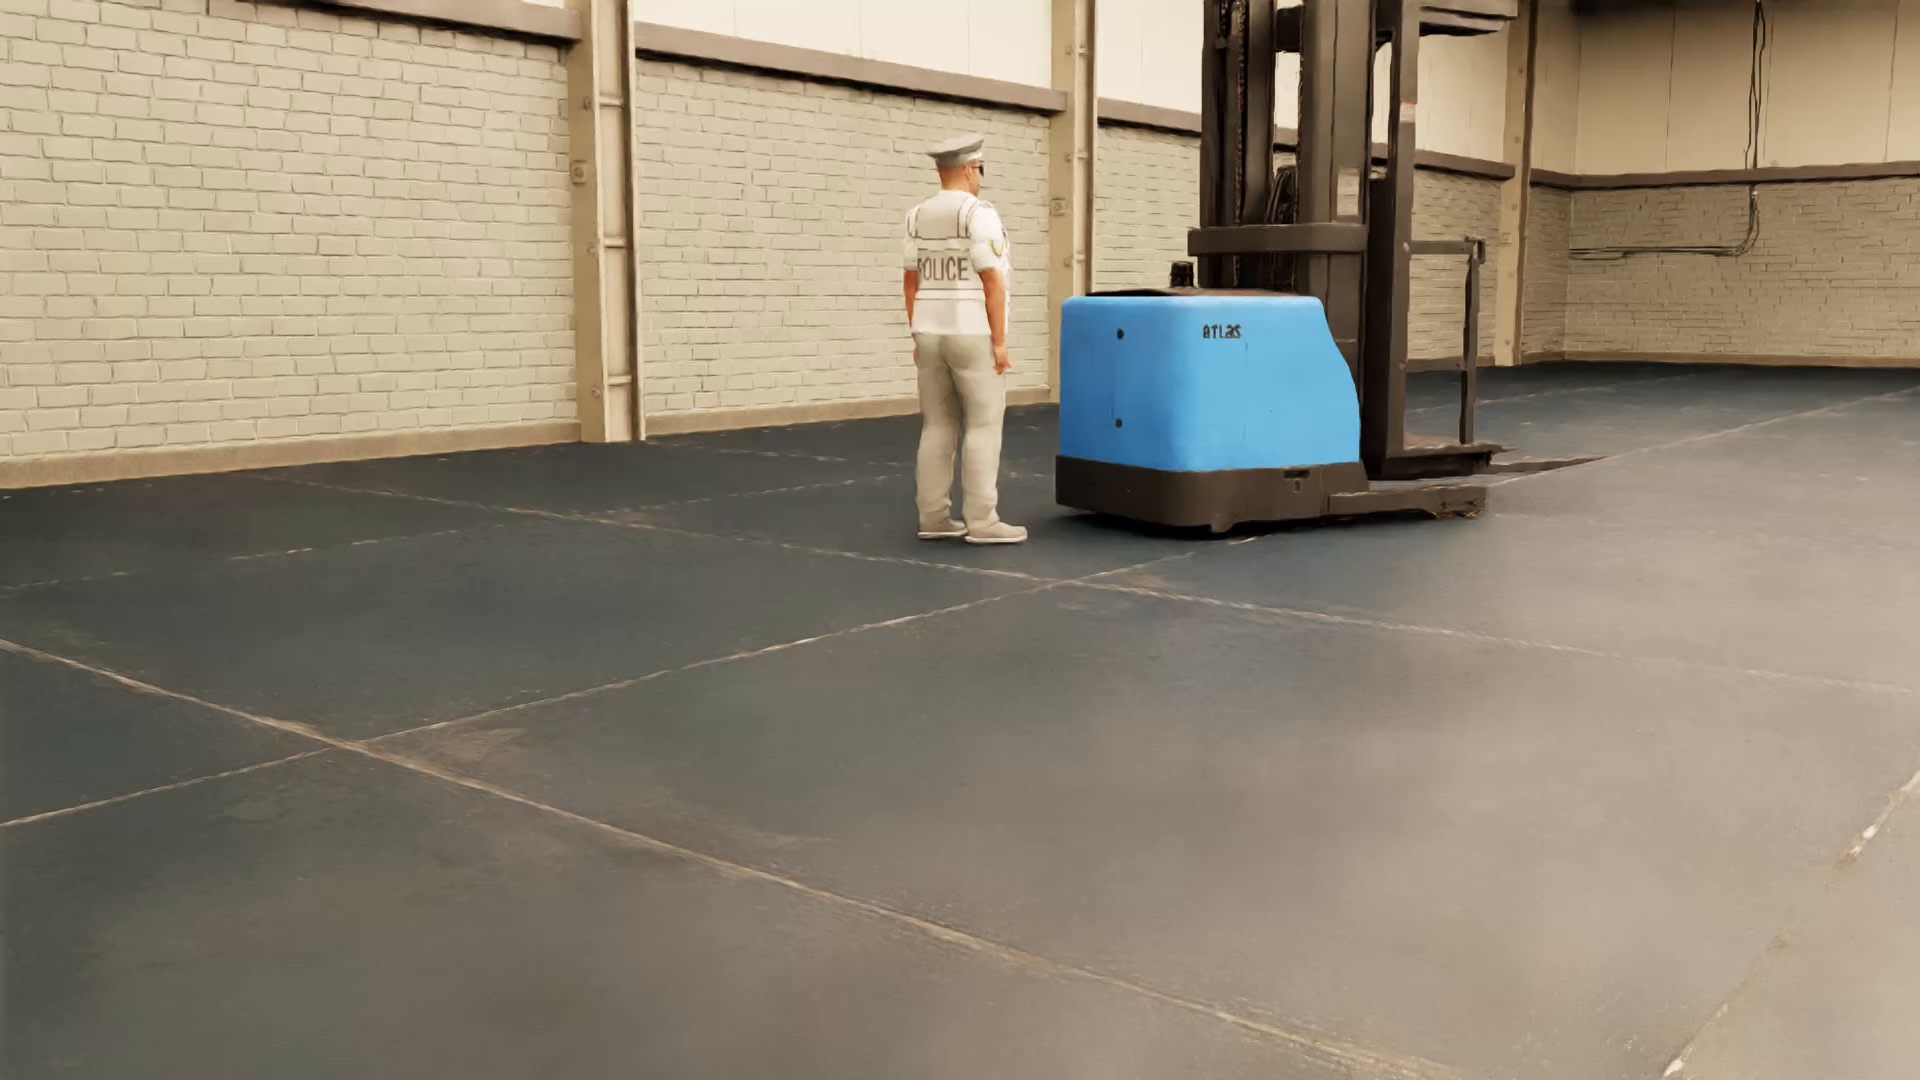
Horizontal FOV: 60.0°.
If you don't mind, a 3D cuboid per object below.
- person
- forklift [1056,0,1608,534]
[{"bbox_3d":[0.010,-0.878,7.290,0.523,1.773,0.396,7,11,38],"label":"person"},{"bbox_3d":[2.004,-1.610,8.282,3.031,2.935,1.130,-5,10,-30],"label":"forklift"}]
